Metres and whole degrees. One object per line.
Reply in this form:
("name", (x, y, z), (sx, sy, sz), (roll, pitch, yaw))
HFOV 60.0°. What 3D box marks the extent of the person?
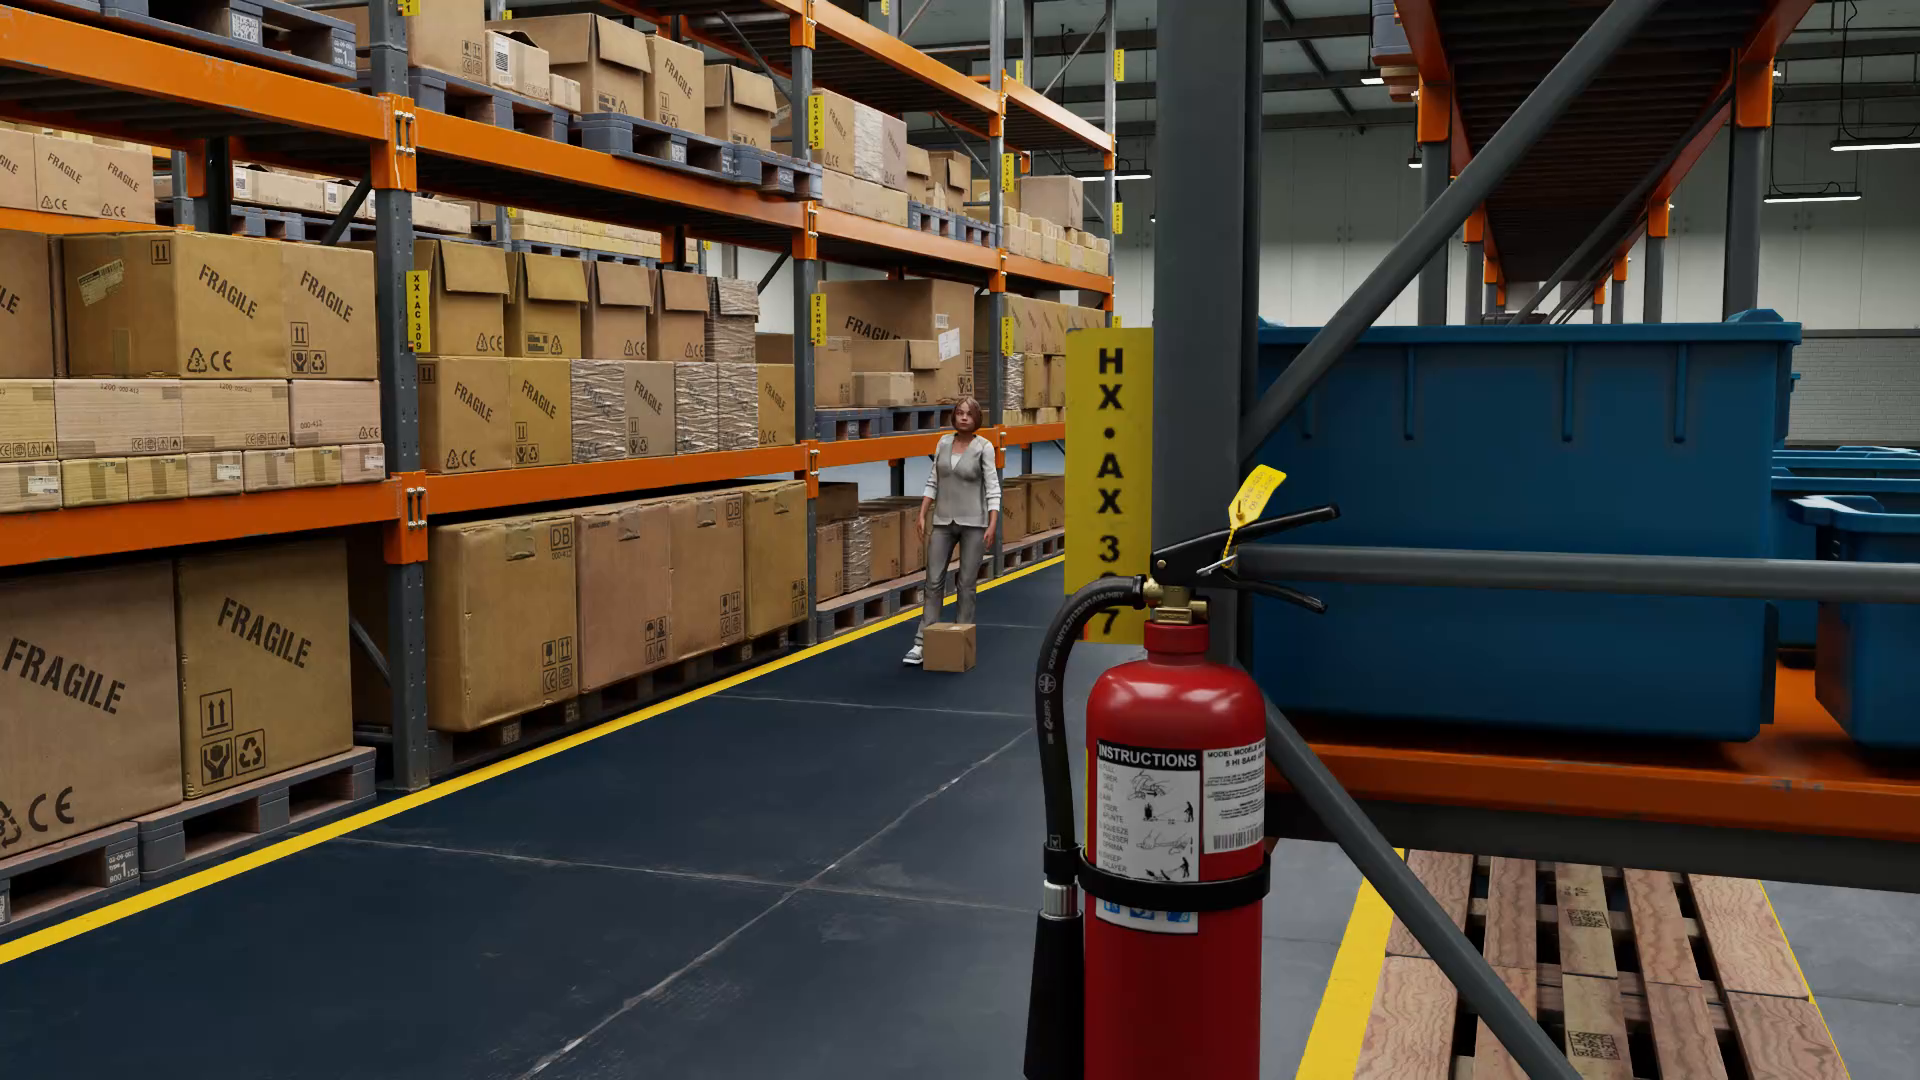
("person", (-0.037, -0.060, 9.983), (0.520, 1.597, 0.475), (2, 6, 19))
